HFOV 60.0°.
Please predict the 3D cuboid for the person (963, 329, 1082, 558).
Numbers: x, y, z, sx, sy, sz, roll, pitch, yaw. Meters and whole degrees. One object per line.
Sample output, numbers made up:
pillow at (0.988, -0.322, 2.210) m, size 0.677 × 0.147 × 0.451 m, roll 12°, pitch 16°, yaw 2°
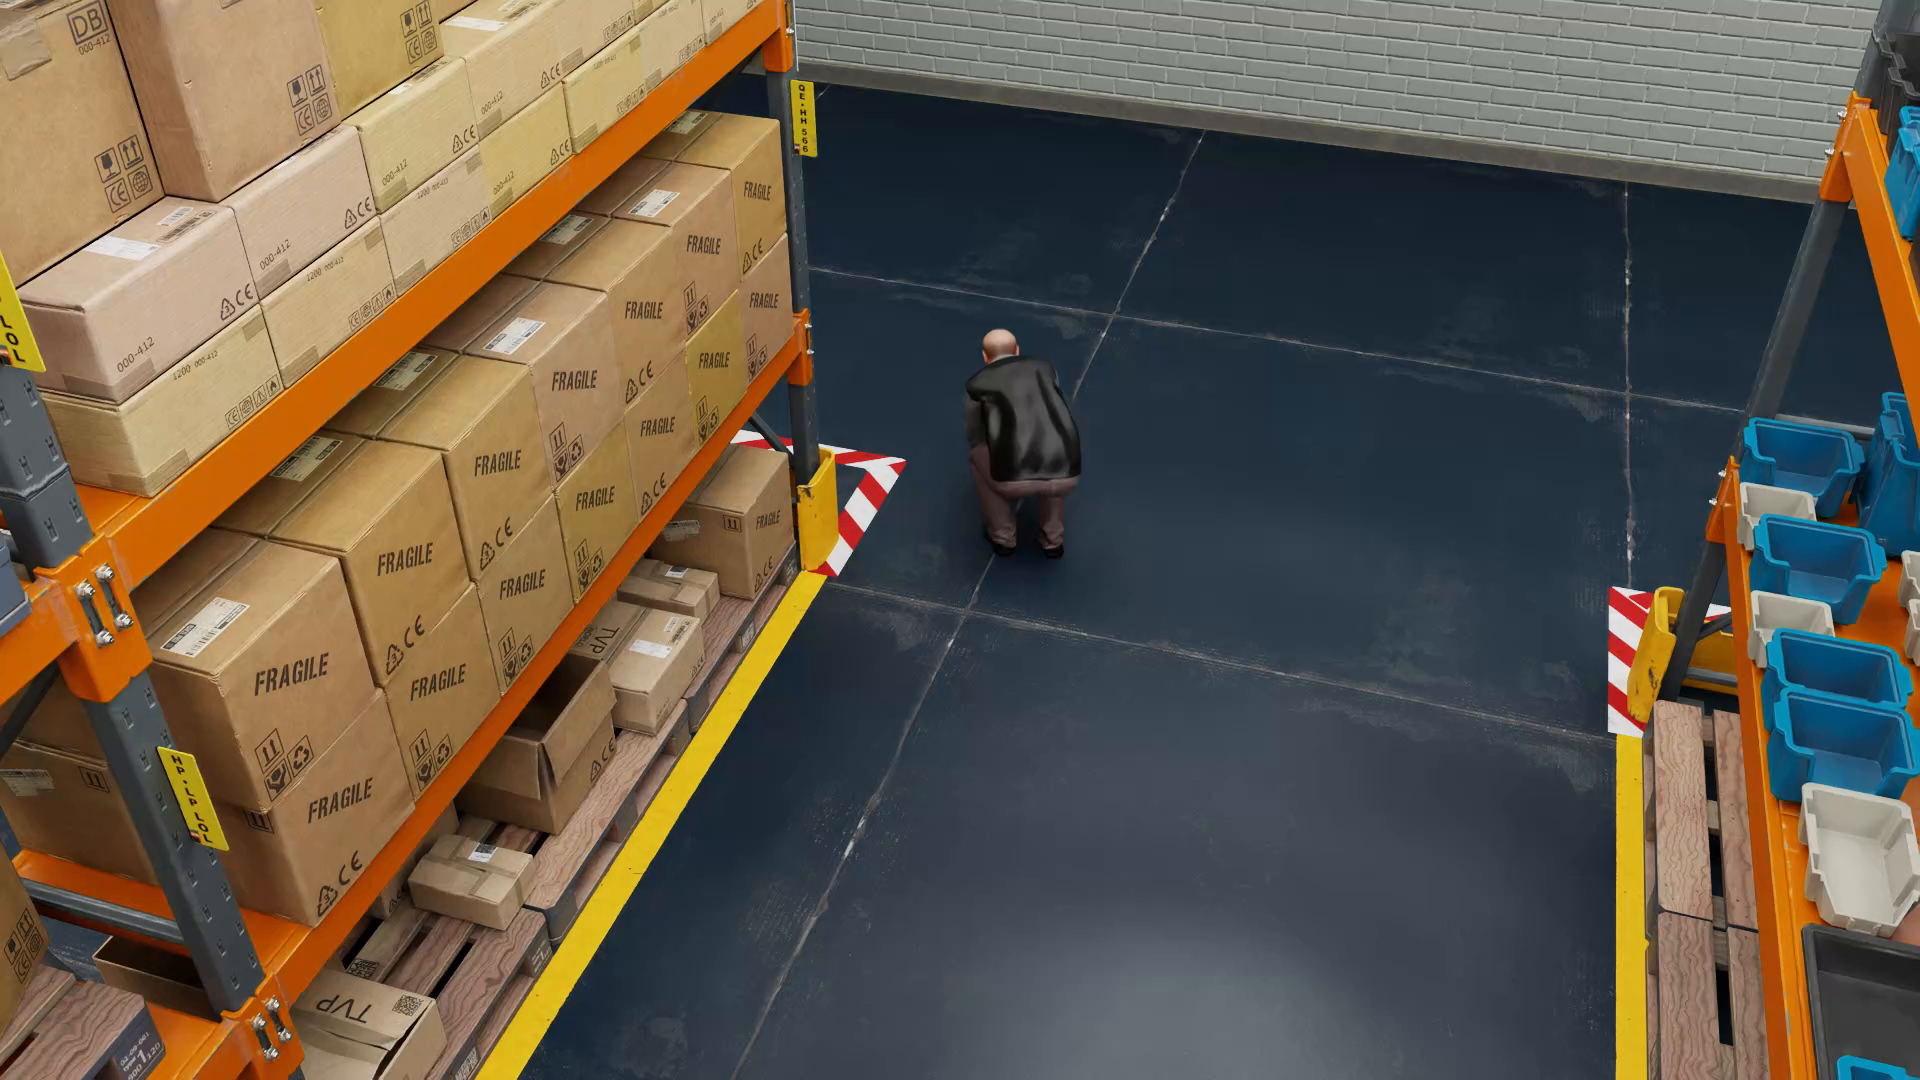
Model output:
person at (0.289, -0.445, 8.158) m, size 0.503 × 0.950 × 0.937 m, roll -6°, pitch 37°, yaw -9°
